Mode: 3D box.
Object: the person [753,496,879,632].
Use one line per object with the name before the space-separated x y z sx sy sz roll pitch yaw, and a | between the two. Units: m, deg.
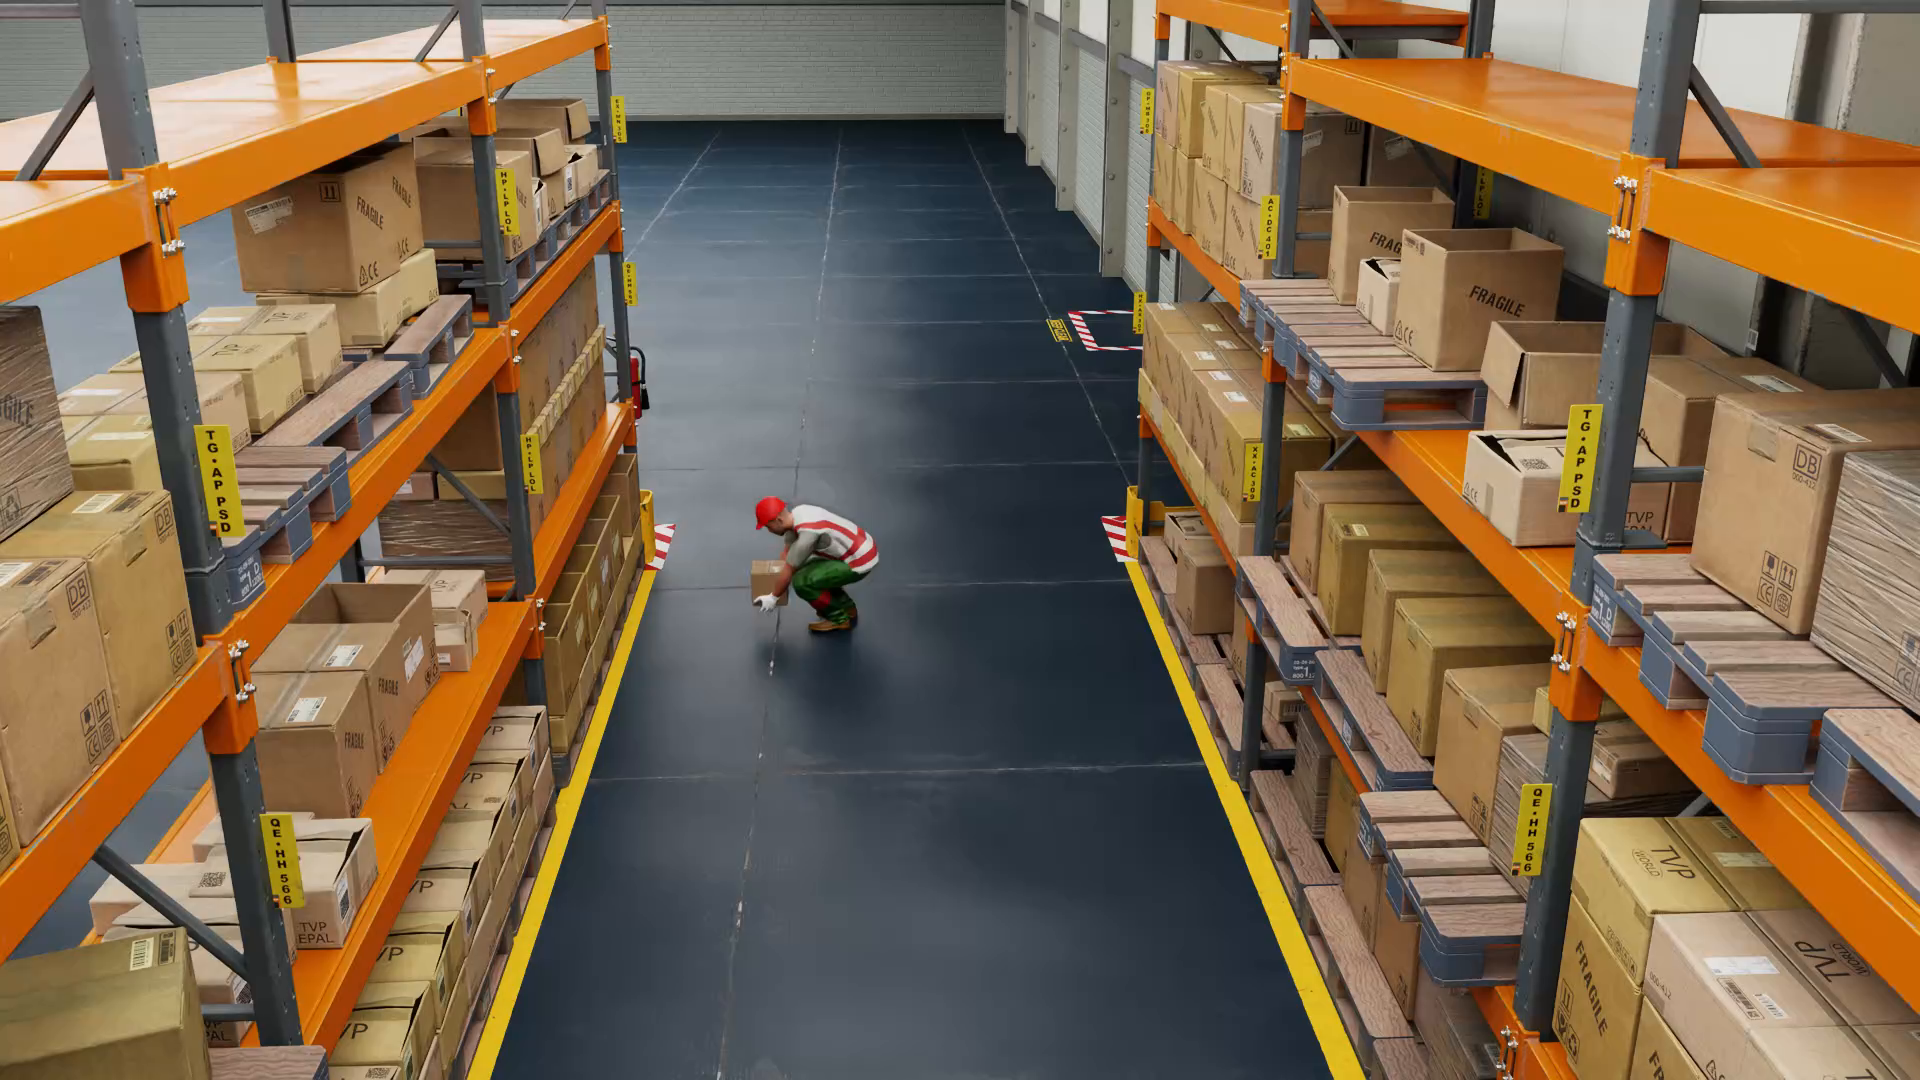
person | -1.023 0.145 11.806 0.895 0.997 0.542 -2 20 -4
